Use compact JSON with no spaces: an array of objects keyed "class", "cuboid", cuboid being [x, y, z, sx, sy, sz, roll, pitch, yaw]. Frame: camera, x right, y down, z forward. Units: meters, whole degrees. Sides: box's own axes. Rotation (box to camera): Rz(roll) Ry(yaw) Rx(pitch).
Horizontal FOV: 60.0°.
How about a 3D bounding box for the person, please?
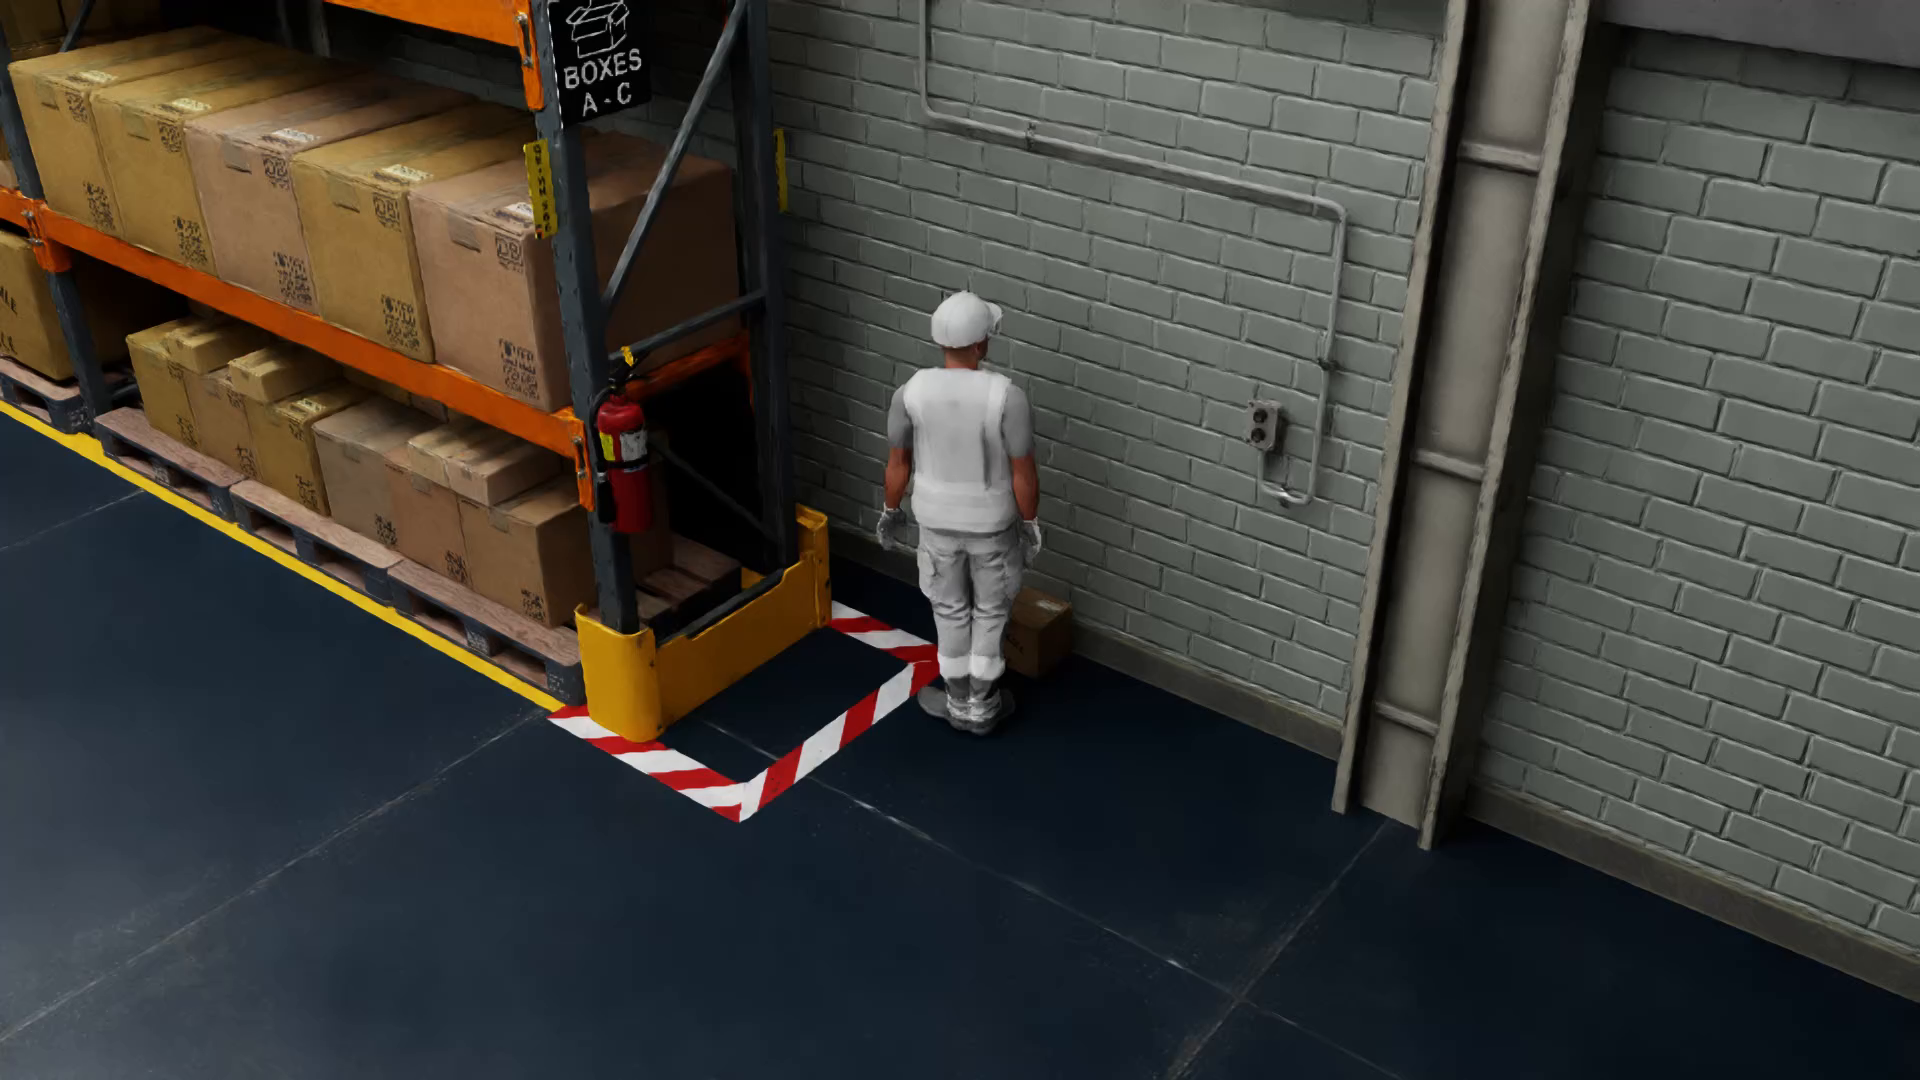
[{"class":"person","cuboid":[-0.004,-0.079,6.196,0.628,1.791,0.328,4,31,6]}]
